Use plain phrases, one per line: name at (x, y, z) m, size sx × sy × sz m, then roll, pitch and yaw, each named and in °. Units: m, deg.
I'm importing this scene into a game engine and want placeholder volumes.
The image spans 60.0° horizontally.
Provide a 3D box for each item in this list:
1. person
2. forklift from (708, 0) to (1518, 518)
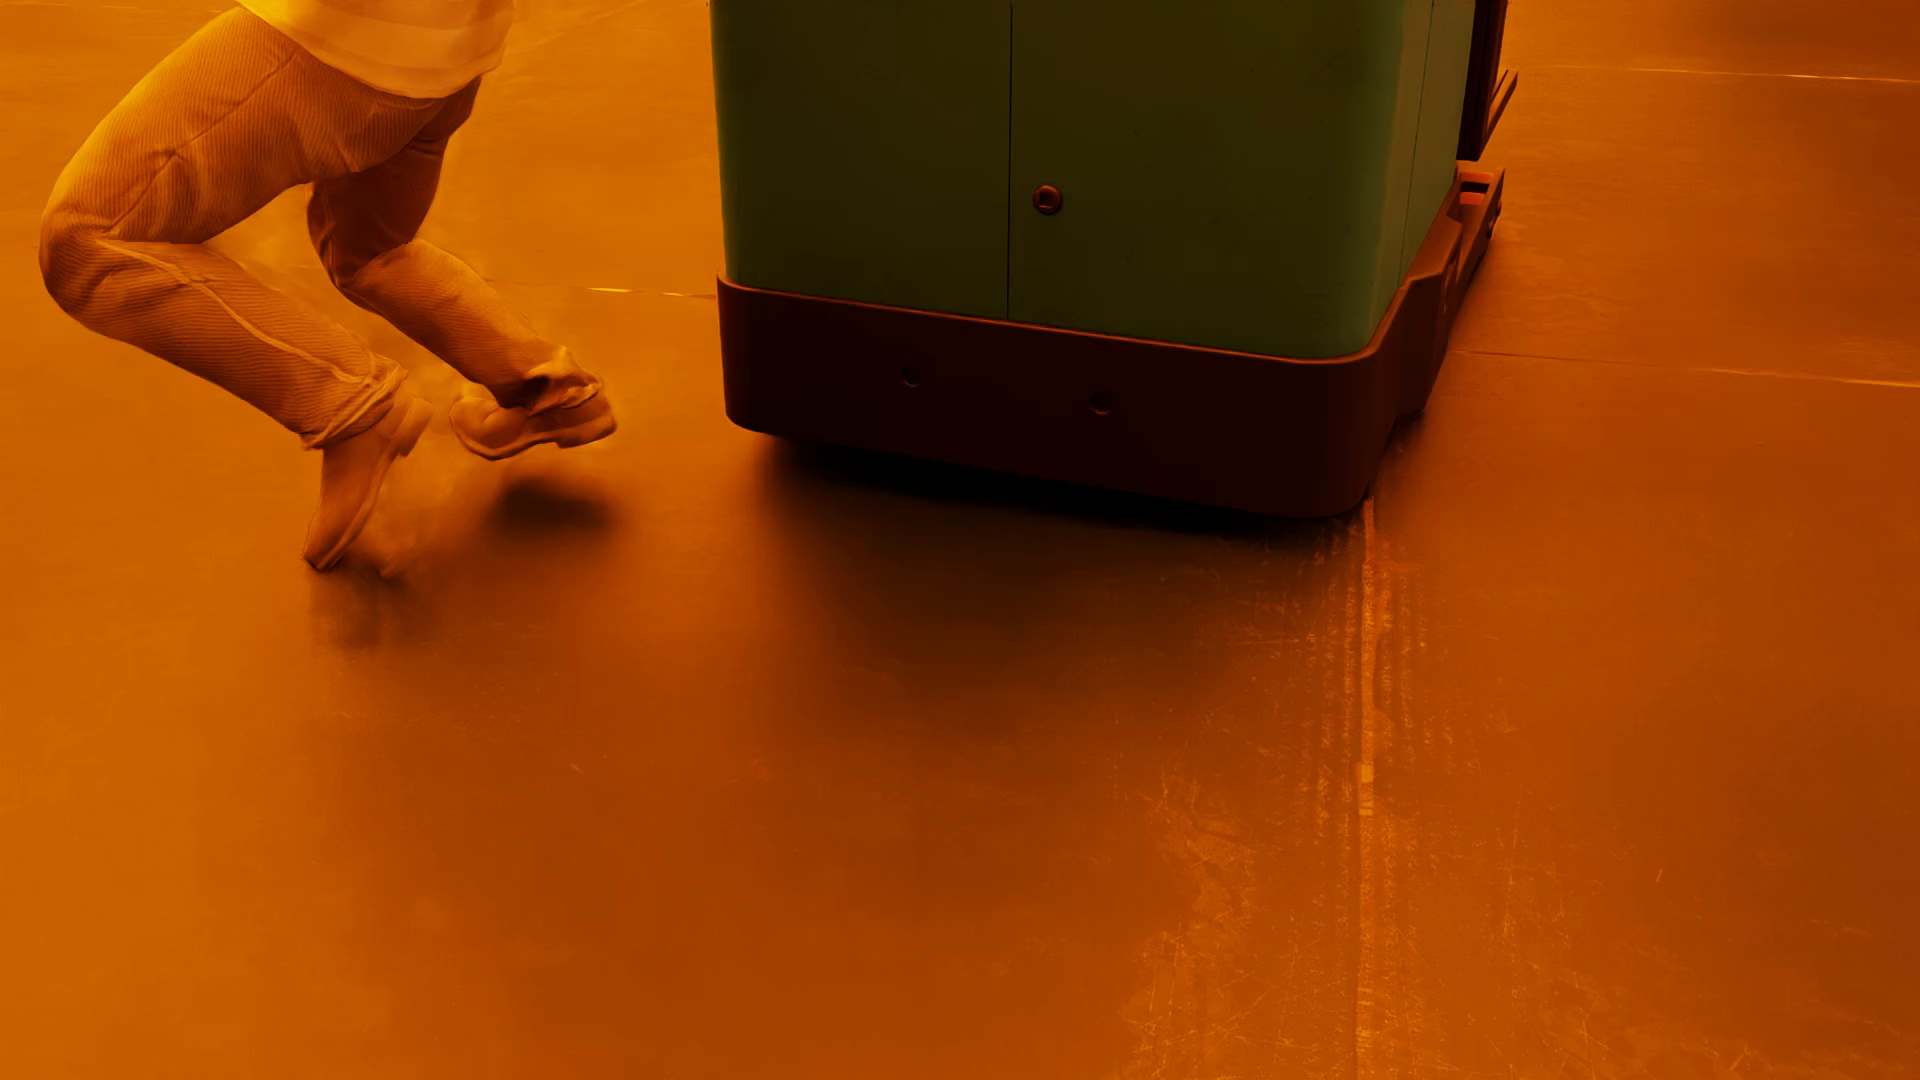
person at (-0.796, -0.723, 2.162) m, size 0.818 × 1.626 × 1.008 m, roll 3°, pitch 27°, yaw 7°
forklift at (0.626, -1.981, 3.173) m, size 1.130 × 2.935 × 3.031 m, roll 10°, pitch 28°, yaw 19°
